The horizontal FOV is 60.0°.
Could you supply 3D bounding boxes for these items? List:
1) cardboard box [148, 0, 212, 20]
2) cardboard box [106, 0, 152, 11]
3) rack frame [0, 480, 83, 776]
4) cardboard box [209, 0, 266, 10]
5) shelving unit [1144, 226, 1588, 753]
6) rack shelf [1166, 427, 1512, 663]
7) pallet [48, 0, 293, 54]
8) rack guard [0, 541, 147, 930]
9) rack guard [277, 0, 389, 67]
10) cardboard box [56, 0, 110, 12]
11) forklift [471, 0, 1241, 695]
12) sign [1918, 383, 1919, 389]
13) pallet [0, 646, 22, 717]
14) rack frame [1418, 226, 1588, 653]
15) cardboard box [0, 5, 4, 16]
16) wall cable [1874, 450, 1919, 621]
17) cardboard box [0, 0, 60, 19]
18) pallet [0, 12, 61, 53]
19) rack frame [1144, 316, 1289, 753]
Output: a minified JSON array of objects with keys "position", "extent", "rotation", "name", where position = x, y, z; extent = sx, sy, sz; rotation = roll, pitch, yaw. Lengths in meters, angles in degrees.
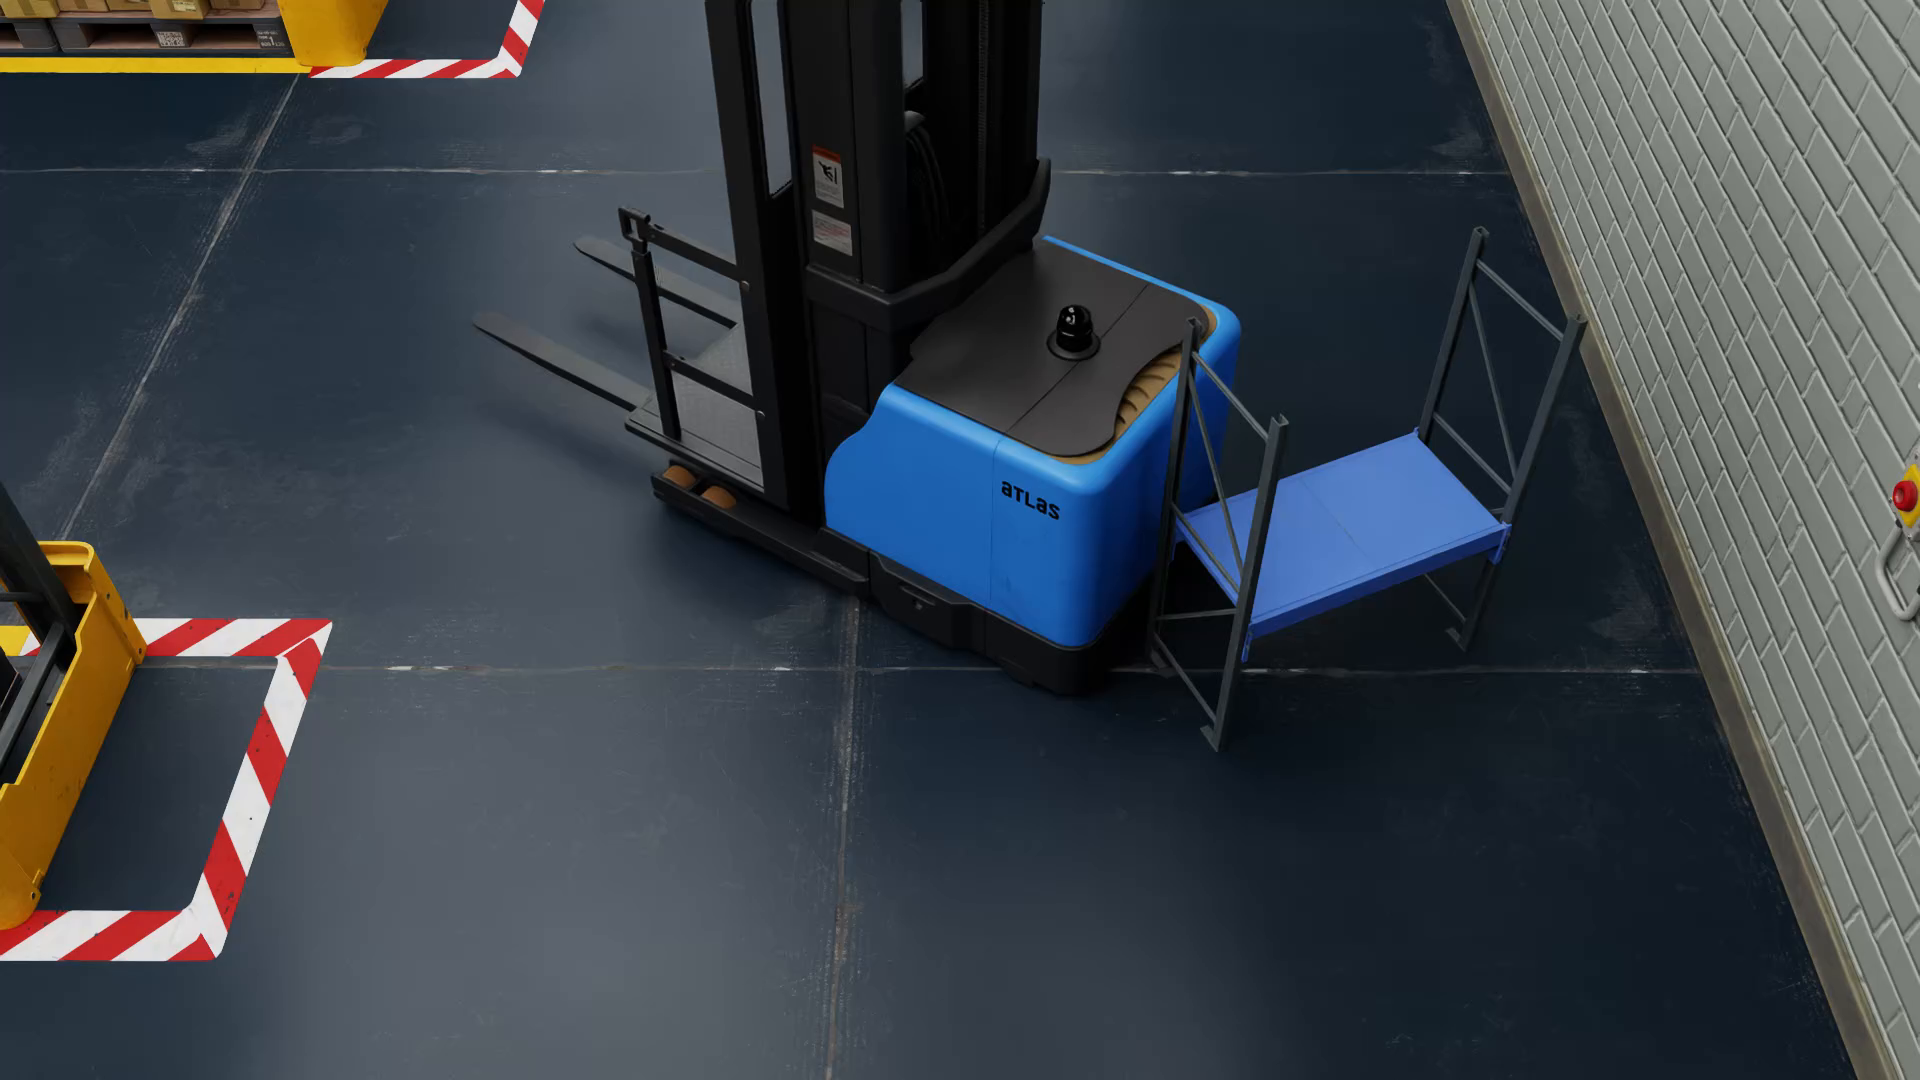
[{"position":[-3.943,-2.818,8.485],"extent":[0.250,0.149,0.380],"rotation":[1,47,1],"name":"cardboard box"},{"position":[-4.207,-2.882,8.544],"extent":[0.250,0.149,0.380],"rotation":[0,47,0],"name":"cardboard box"},{"position":[-3.075,-0.248,4.431],"extent":[0.127,3.000,1.000],"rotation":[0,47,0],"name":"rack frame"},{"position":[-3.685,-2.892,8.553],"extent":[0.250,0.149,0.380],"rotation":[1,47,1],"name":"cardboard box"},{"position":[1.231,-0.123,5.340],"extent":[1.048,1.500,0.538],"rotation":[-19,50,-17],"name":"shelving unit"},{"position":[1.231,-0.001,5.472],"extent":[1.000,0.185,0.538],"rotation":[-19,50,-17],"name":"rack shelf"},{"position":[-4.046,-2.949,8.851],"extent":[1.213,0.211,1.003],"rotation":[0,47,0],"name":"pallet"},{"position":[-3.051,0.604,5.346],"extent":[0.348,0.500,1.175],"rotation":[0,47,0],"name":"rack guard"},{"position":[-3.234,-3.020,8.719],"extent":[0.348,0.500,1.175],"rotation":[0,47,0],"name":"rack guard"},{"position":[-4.454,-2.873,8.536],"extent":[0.250,0.149,0.380],"rotation":[1,47,1],"name":"cardboard box"},{"position":[-0.560,-1.331,5.486],"extent":[3.031,2.935,1.130],"rotation":[26,52,22],"name":"forklift"},{"position":[2.625,-0.376,4.367],"extent":[0.001,0.218,0.327],"rotation":[0,47,0],"name":"sign"},{"position":[-3.875,0.758,5.401],"extent":[1.213,0.211,1.003],"rotation":[0,47,0],"name":"pallet"},{"position":[1.691,-0.282,5.488],"extent":[0.032,1.500,0.500],"rotation":[-19,50,-17],"name":"rack frame"},{"position":[-4.982,-2.843,8.508],"extent":[0.250,0.149,0.380],"rotation":[1,47,1],"name":"cardboard box"},{"position":[2.563,-0.606,4.049],"extent":[0.123,1.953,0.585],"rotation":[0,47,0],"name":"wall cable"},{"position":[-4.709,-2.828,8.494],"extent":[0.250,0.149,0.380],"rotation":[-2,47,-2],"name":"cardboard box"},{"position":[-5.263,-2.955,8.856],"extent":[1.213,0.211,1.003],"rotation":[0,47,0],"name":"pallet"},{"position":[0.771,0.035,5.193],"extent":[0.032,1.500,0.500],"rotation":[-19,50,-17],"name":"rack frame"}]
